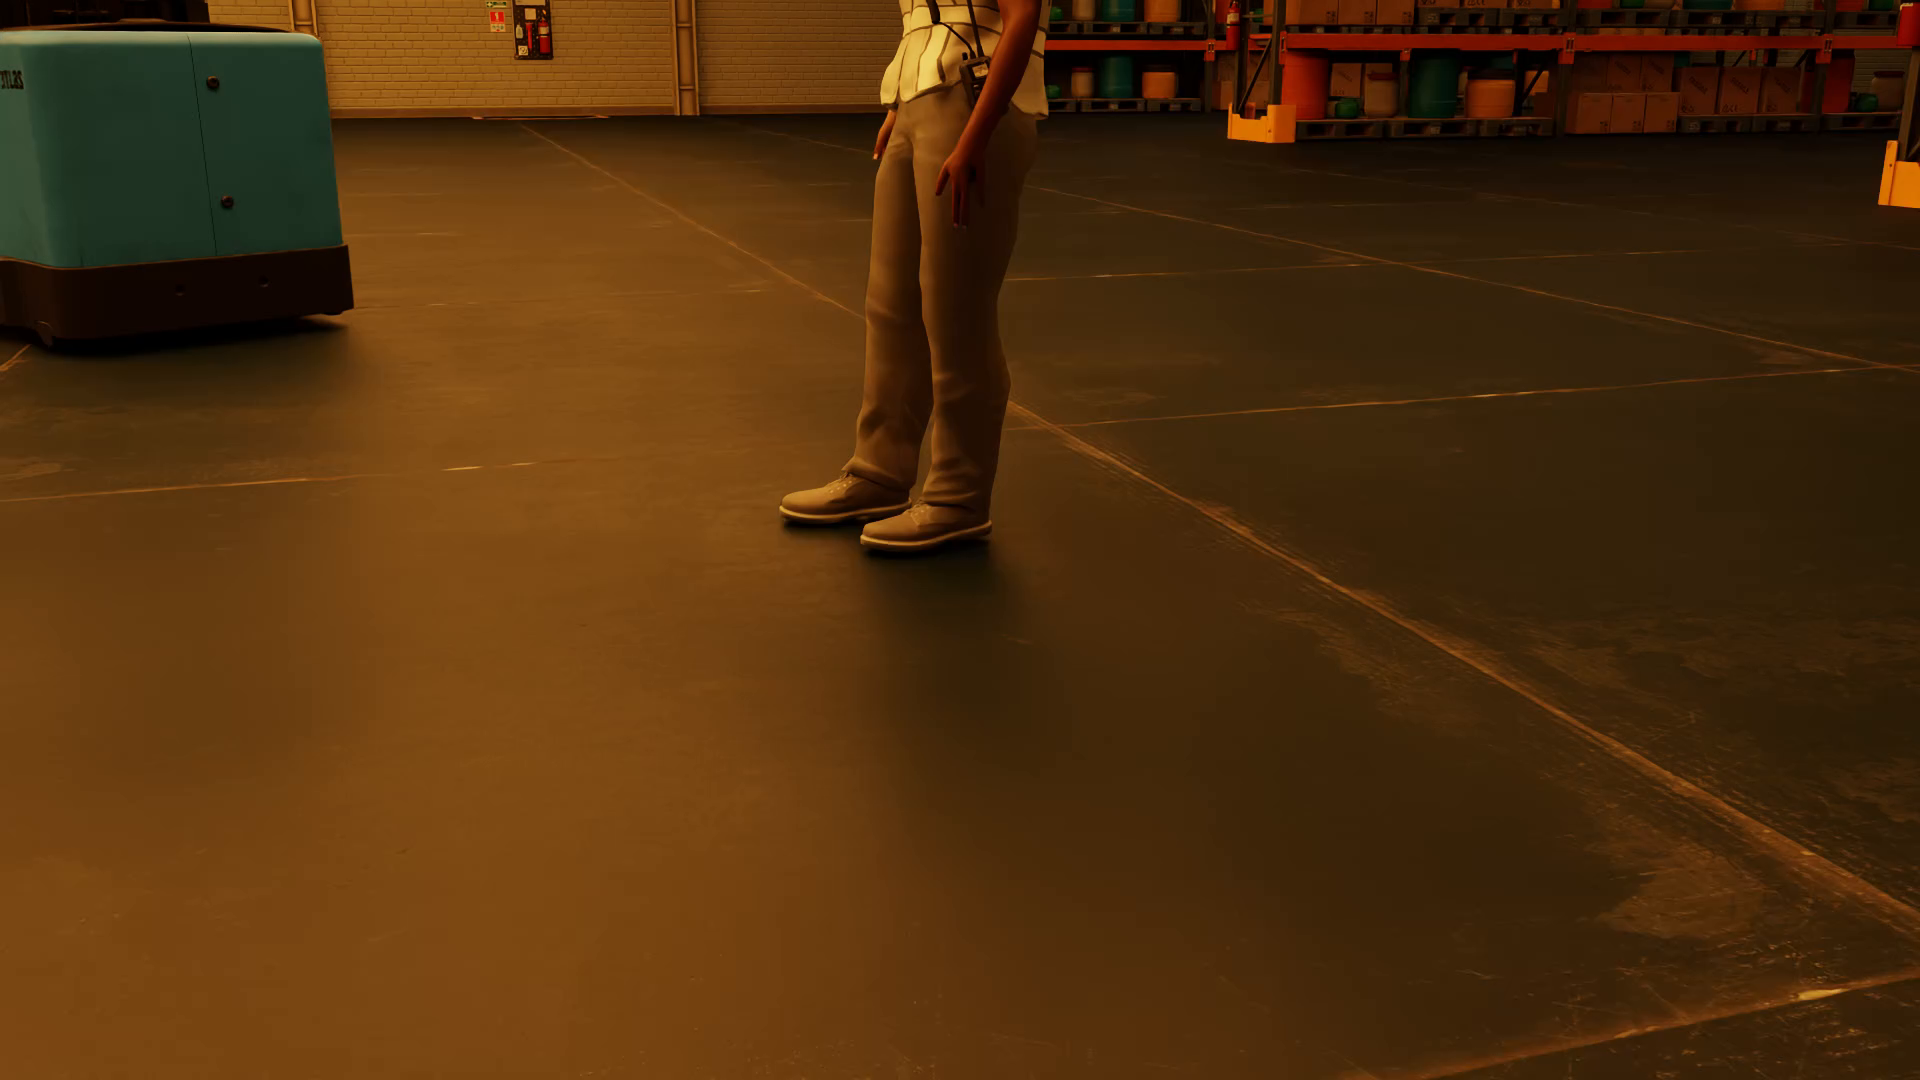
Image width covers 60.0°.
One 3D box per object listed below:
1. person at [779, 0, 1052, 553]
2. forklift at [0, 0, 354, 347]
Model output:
[{"bbox_3d":[-0.077,-0.819,3.323,0.530,1.695,0.569,-5,17,-17],"label":"person"},{"bbox_3d":[-3.719,-2.403,6.566,3.031,2.935,1.130,15,22,42],"label":"forklift"}]
